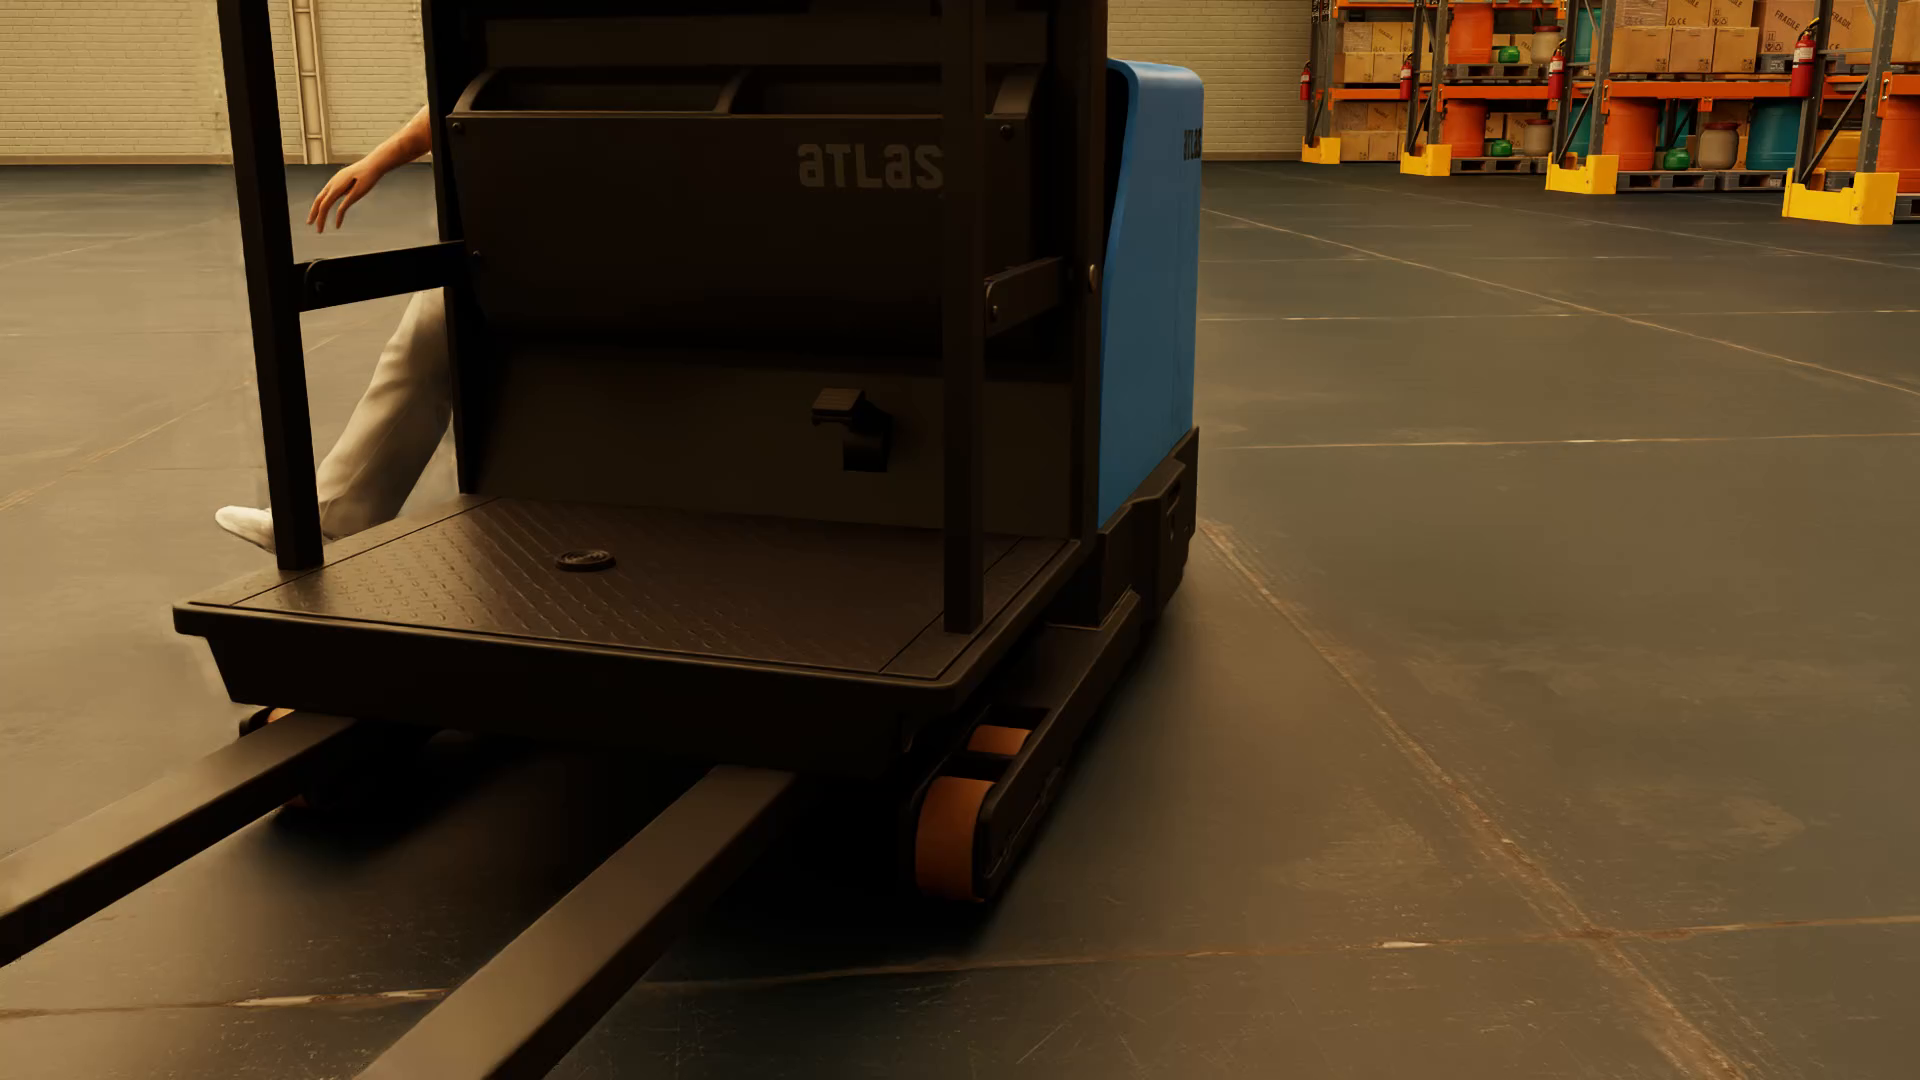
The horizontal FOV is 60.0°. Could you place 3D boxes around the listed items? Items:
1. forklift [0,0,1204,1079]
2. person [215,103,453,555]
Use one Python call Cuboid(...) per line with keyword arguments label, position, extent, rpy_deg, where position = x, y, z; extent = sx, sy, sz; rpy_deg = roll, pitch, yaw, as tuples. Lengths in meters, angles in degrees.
Cuboid(label="forklift", position=(-0.392, -1.059, 2.199), extent=(1.130, 2.935, 3.031), rpy_deg=(4, 15, 16))
Cuboid(label="person", position=(-0.966, -0.626, 3.242), extent=(0.972, 1.598, 0.745), rpy_deg=(-8, 17, -29))
